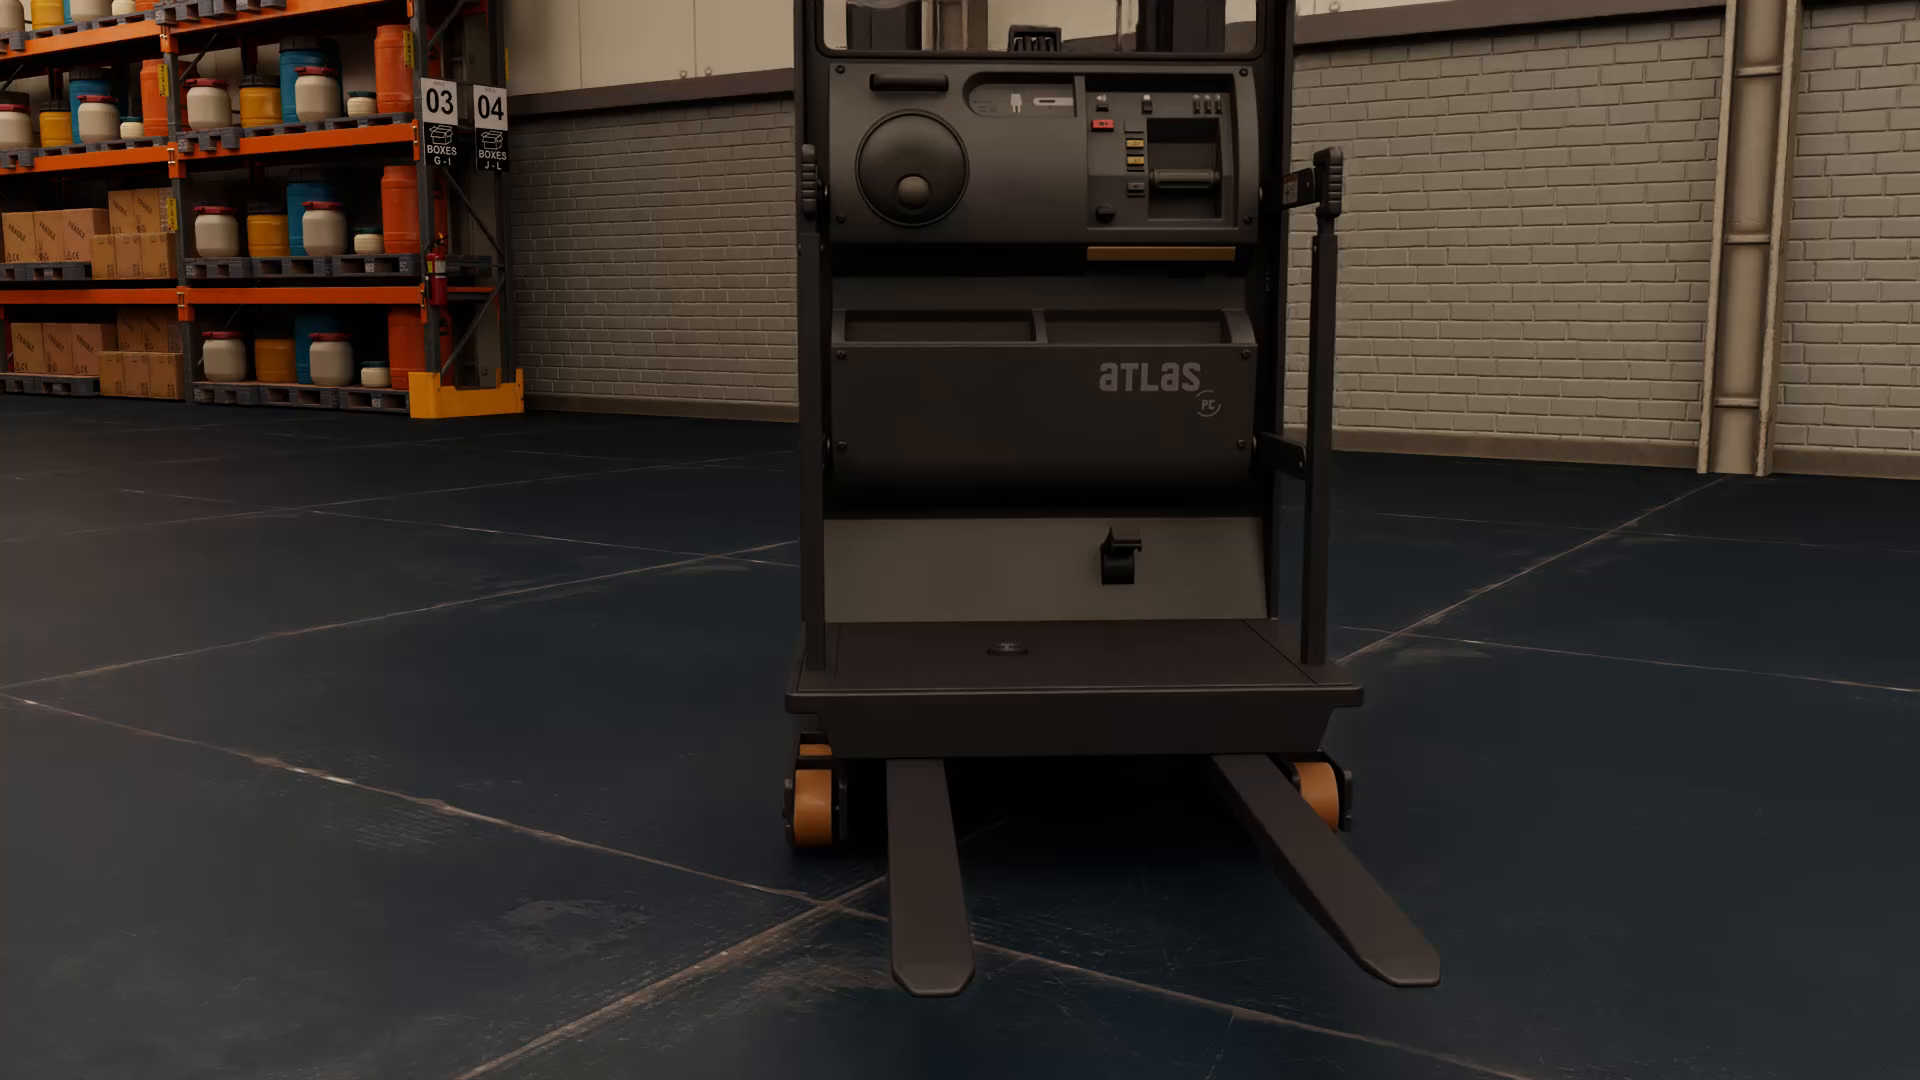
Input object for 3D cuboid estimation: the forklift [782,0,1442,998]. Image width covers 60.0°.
[{"bbox_3d":[0.195,-0.883,3.402,1.130,2.935,3.031,0,8,-3],"label":"forklift"}]
